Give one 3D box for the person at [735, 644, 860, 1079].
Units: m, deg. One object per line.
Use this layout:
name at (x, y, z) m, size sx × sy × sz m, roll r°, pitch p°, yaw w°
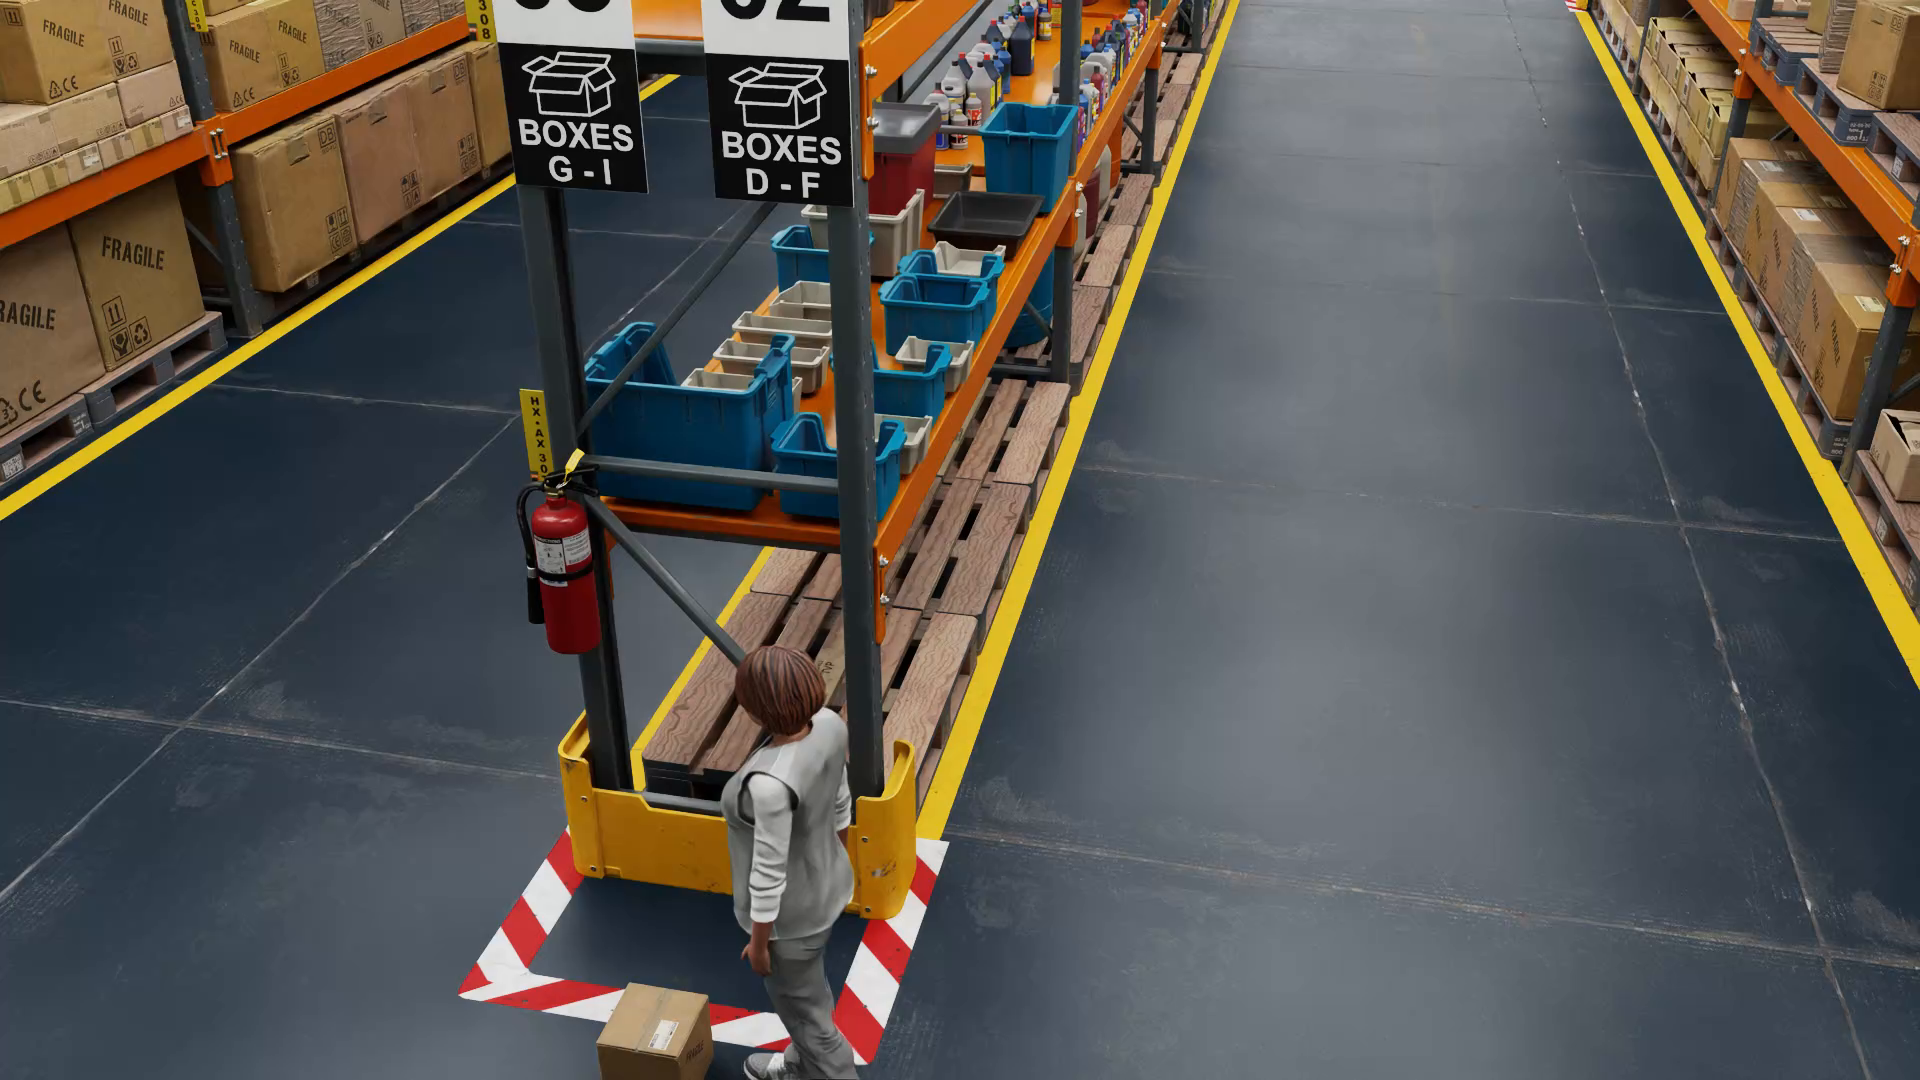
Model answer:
person at (-0.451, 0.966, 4.430) m, size 0.475 × 1.603 × 0.432 m, roll 10°, pitch 30°, yaw 17°
